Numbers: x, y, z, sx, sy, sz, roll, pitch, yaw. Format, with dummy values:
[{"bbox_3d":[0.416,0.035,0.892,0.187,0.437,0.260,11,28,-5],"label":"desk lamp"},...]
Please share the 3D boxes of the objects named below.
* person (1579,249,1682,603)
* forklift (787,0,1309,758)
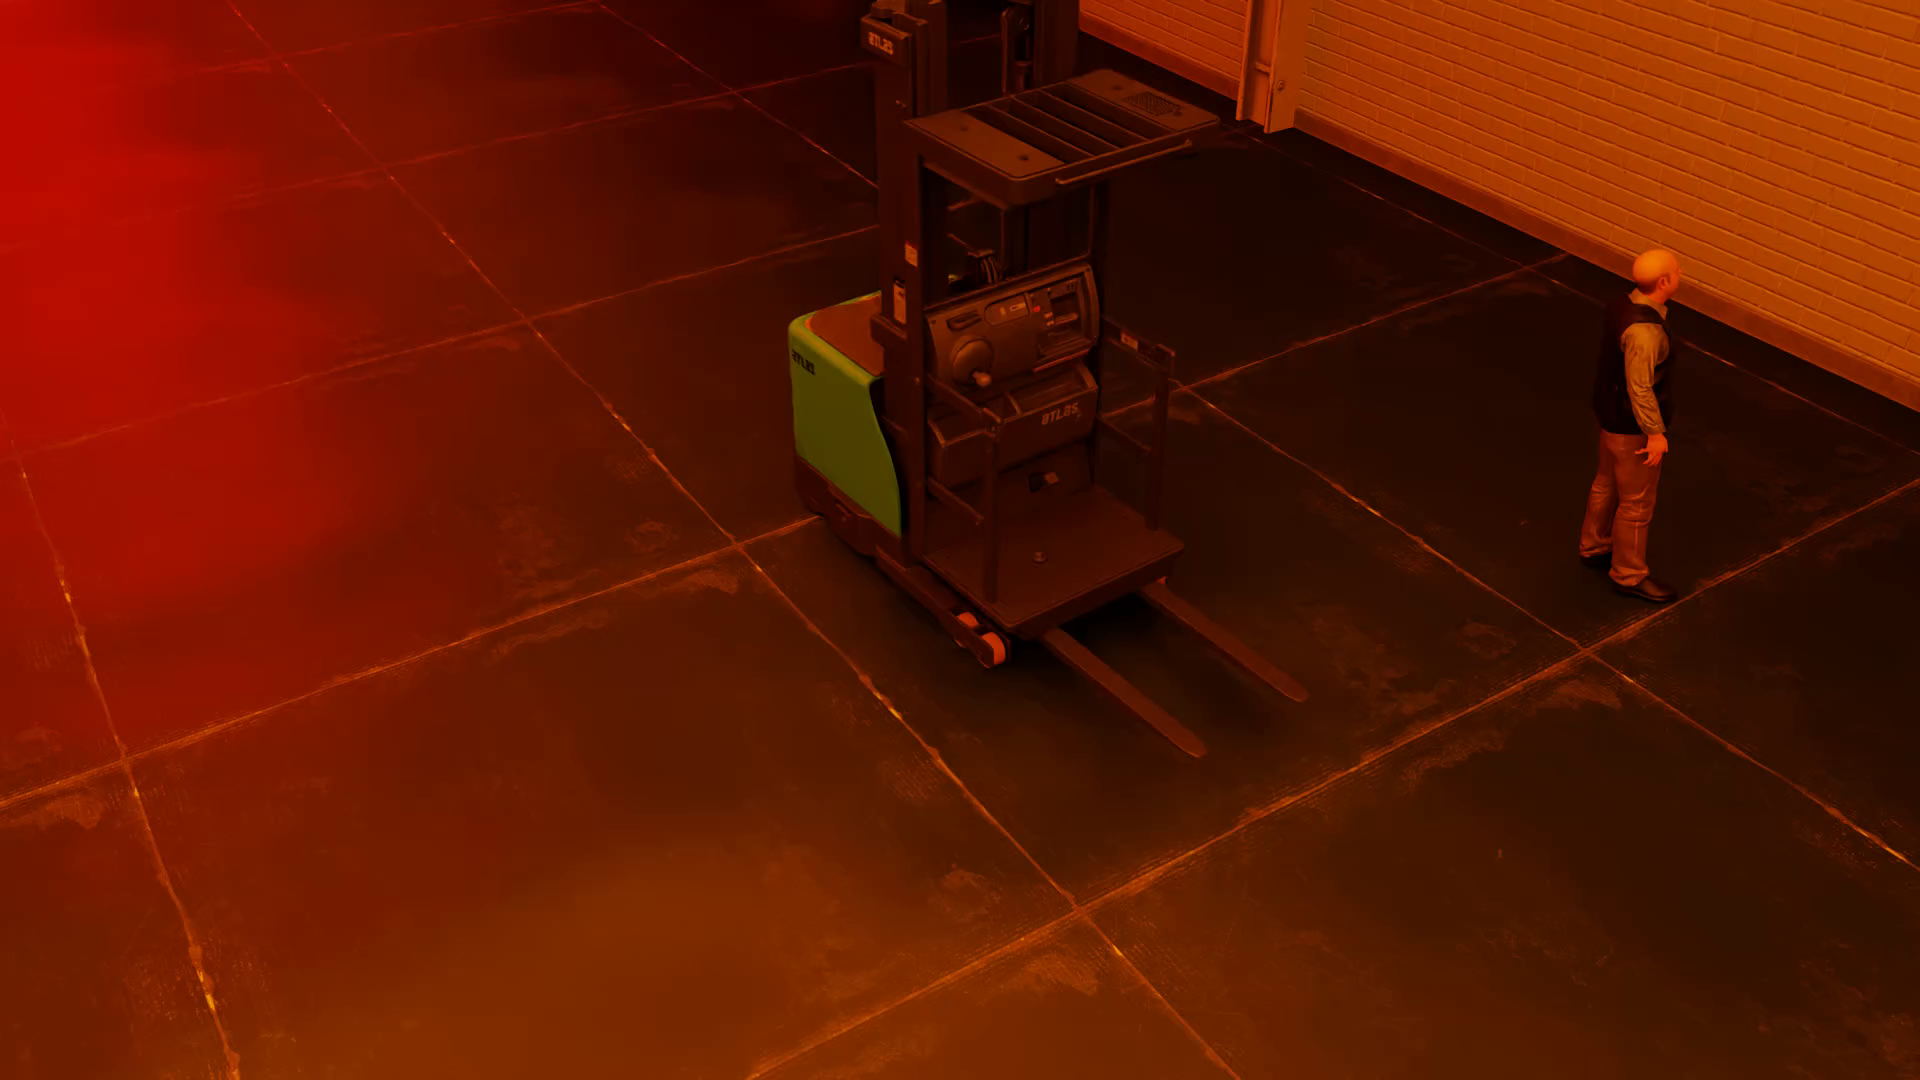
[{"bbox_3d":[3.303,-0.578,8.010,0.568,1.720,0.631,3,35,4],"label":"person"},{"bbox_3d":[0.380,-0.916,7.451,1.130,2.935,3.031,-23,41,-29],"label":"forklift"}]
